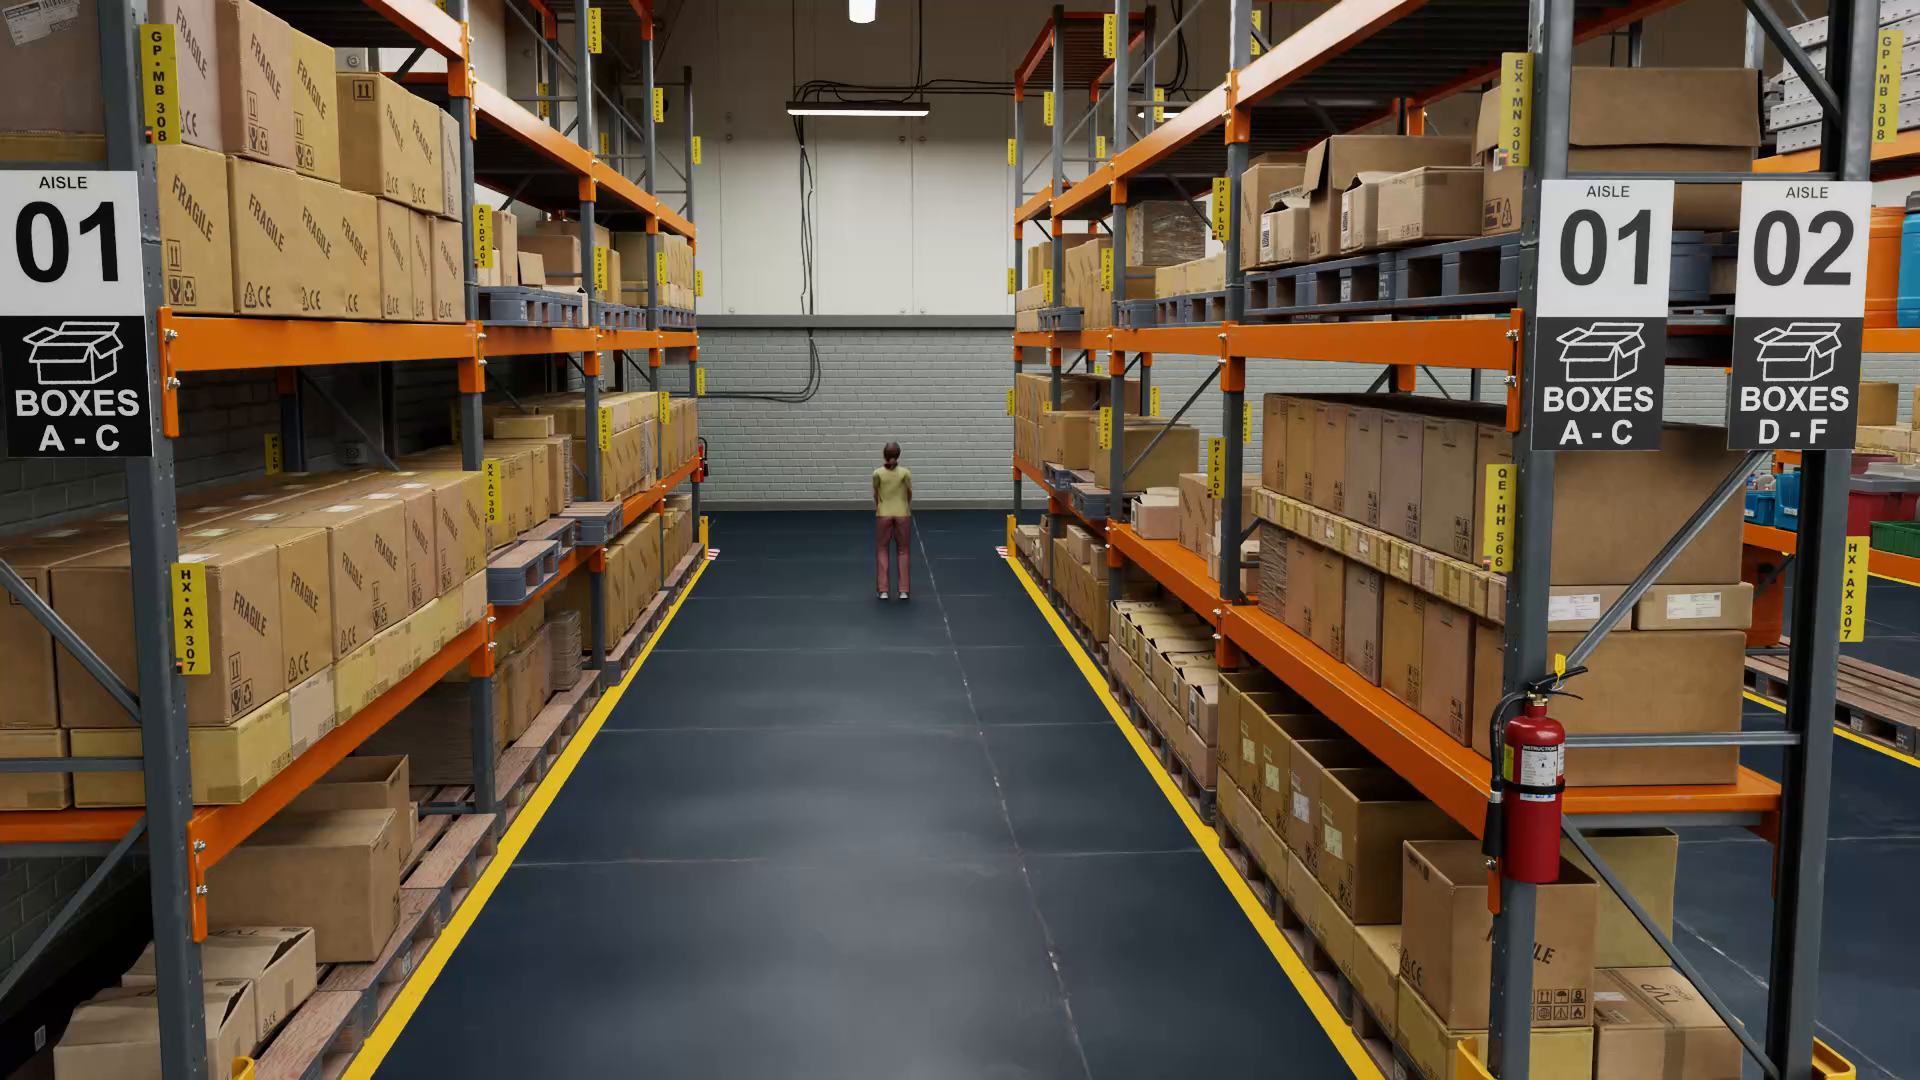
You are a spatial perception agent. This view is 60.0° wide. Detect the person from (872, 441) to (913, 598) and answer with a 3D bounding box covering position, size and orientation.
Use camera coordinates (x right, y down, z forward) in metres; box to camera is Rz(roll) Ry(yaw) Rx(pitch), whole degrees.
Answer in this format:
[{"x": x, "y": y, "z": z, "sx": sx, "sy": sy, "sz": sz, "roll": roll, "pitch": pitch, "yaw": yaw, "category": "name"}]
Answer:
[{"x": -0.712, "y": -0.219, "z": 17.605, "sx": 0.426, "sy": 1.665, "sz": 0.549, "roll": 0, "pitch": 7, "yaw": -3, "category": "person"}]
